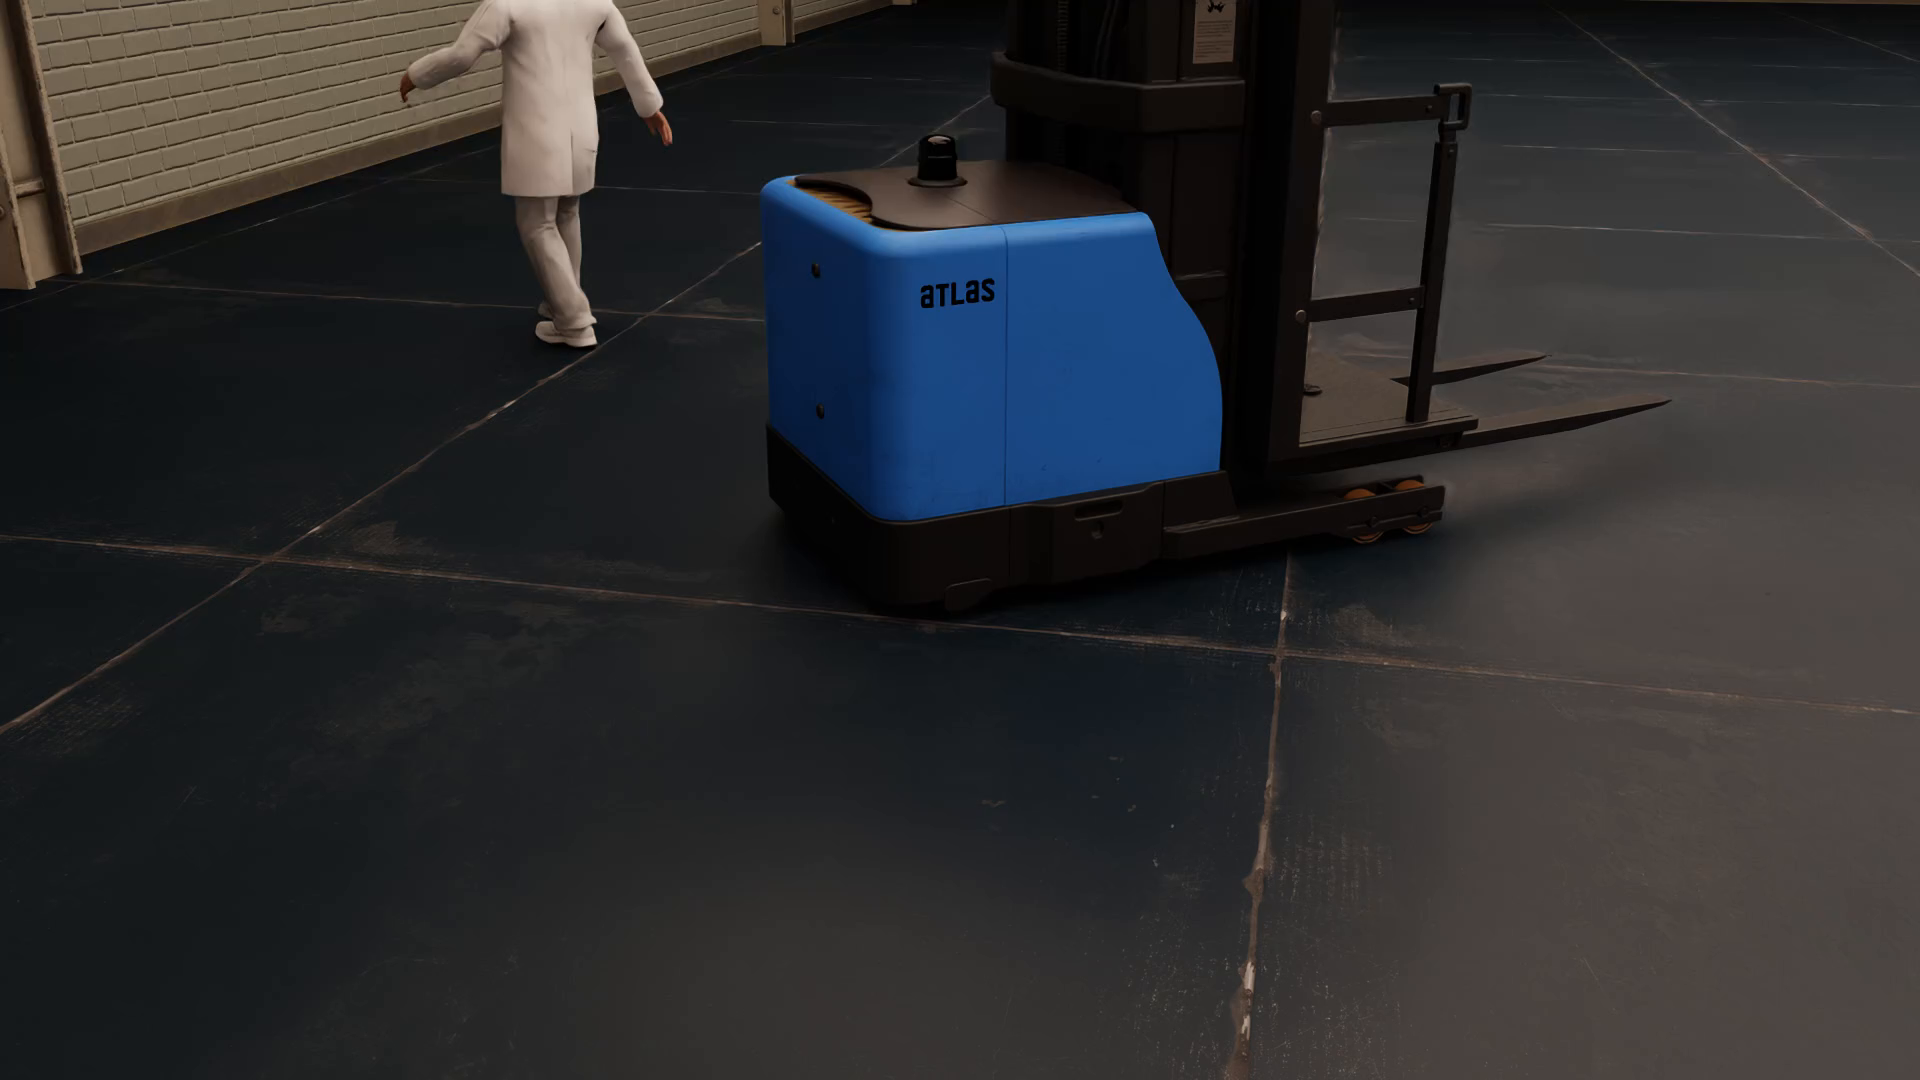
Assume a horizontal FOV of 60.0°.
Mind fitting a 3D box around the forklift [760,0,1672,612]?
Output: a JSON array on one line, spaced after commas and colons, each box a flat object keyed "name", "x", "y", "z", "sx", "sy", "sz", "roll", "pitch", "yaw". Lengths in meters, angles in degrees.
[{"name": "forklift", "x": 0.951, "y": -1.516, "z": 4.985, "sx": 3.031, "sy": 2.935, "sz": 1.130, "roll": -10, "pitch": 24, "yaw": -23}]

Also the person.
[{"name": "person", "x": -1.777, "y": -1.735, "z": 7.138, "sx": 1.049, "sy": 1.782, "sz": 0.760, "roll": -20, "pitch": 30, "yaw": -40}]
